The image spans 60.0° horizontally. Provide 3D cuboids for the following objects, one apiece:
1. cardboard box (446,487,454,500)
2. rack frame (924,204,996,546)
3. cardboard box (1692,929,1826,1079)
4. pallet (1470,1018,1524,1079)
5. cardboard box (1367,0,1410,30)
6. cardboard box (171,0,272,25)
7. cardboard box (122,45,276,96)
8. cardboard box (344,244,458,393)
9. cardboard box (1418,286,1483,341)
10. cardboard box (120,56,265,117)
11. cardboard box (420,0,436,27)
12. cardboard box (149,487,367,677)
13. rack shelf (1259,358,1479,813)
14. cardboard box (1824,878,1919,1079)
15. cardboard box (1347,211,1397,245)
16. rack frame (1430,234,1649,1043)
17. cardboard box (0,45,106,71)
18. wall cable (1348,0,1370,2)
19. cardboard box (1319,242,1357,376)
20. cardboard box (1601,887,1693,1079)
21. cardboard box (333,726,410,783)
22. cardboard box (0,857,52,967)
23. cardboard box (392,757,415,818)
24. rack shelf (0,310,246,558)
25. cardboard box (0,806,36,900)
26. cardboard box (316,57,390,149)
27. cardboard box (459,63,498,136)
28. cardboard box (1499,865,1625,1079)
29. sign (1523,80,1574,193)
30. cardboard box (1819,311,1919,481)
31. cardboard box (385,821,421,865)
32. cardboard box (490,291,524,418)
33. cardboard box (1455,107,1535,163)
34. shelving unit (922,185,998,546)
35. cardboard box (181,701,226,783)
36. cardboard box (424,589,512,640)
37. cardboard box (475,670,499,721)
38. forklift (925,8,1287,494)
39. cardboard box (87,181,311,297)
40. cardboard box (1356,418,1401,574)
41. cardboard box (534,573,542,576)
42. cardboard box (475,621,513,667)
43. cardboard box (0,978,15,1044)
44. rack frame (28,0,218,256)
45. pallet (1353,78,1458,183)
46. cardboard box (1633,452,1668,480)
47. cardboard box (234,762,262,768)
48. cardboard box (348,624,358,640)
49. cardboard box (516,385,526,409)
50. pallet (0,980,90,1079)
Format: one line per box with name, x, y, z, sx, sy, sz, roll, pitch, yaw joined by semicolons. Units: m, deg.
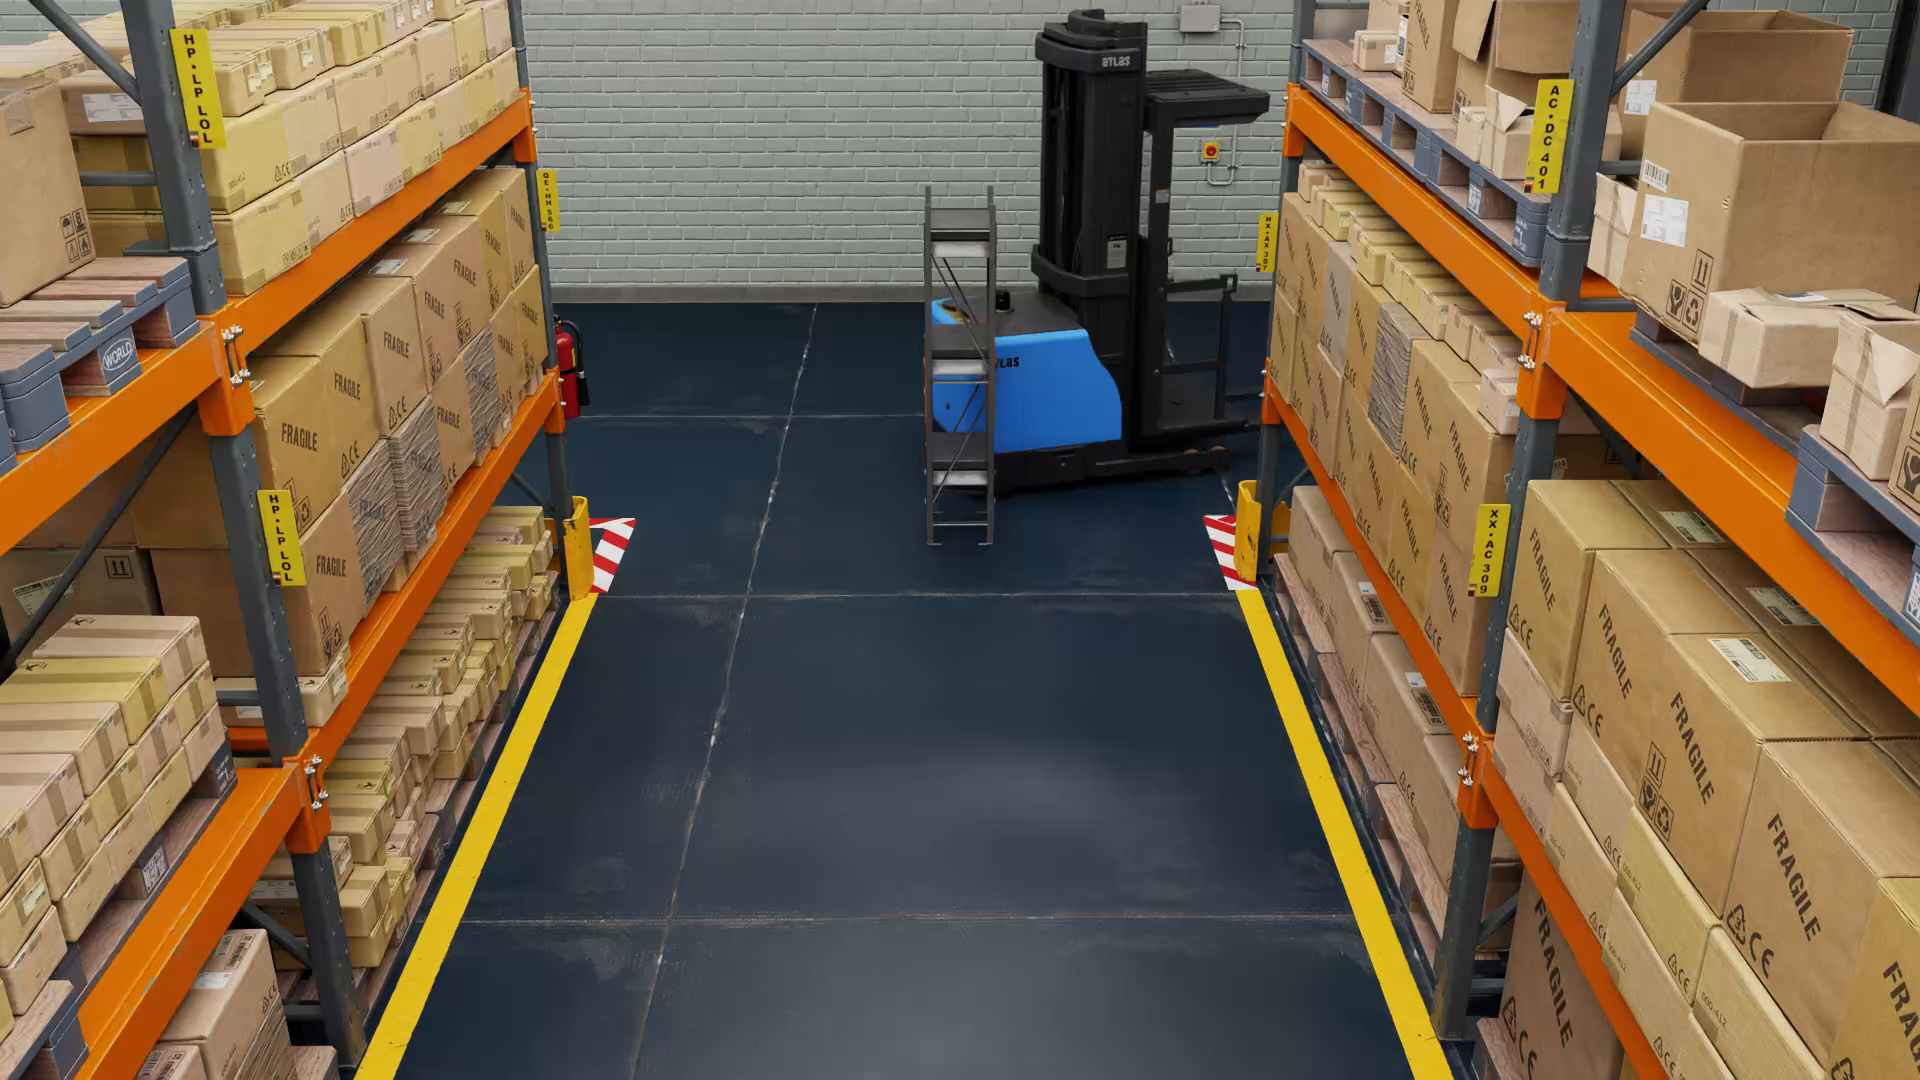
cardboard box;-2.494;-0.233;7.431;0.380;0.149;0.250;0;24;0
rack frame;0.001;-0.924;9.746;0.400;2.100;0.015;0;24;-1
cardboard box;2.010;1.117;3.715;0.500;0.250;0.500;-1;24;-2
pallet;2.351;2.051;5.459;1.003;0.211;1.213;0;24;-1
cardboard box;2.319;-2.536;8.127;0.500;0.250;0.500;-2;24;-5
cardboard box;-2.962;-2.055;6.604;0.380;0.149;0.250;1;24;1
cardboard box;-2.471;-1.517;5.416;0.380;0.149;0.250;-1;24;-1
cardboard box;-2.442;-0.930;6.970;0.500;0.500;0.500;-1;24;-2
cardboard box;1.999;-0.878;6.430;0.380;0.149;0.250;0;24;-1
cardboard box;-2.412;-1.414;5.189;0.380;0.149;0.250;-1;24;-3
cardboard box;-2.466;-2.273;7.086;0.380;0.149;0.250;-1;24;-2
cardboard box;-2.435;0.141;5.817;0.500;0.500;0.500;-1;24;-2
rack shelf;2.246;-0.033;7.557;1.077;0.370;4.000;0;24;-1
cardboard box;2.031;0.982;3.104;0.500;0.500;0.500;0;24;-1
cardboard box;1.989;-1.403;7.590;0.380;0.149;0.250;0;24;0
rack frame;2.267;0.463;5.586;1.000;3.000;0.127;0;24;-1
cardboard box;-3.016;-1.518;5.418;0.380;0.149;0.250;0;24;-1
wall cable;3.557;-3.983;14.183;0.588;1.984;0.122;0;24;-1
cardboard box;1.970;-1.062;7.624;0.500;0.500;0.500;0;24;-1
cardboard box;2.005;1.138;4.275;0.500;0.250;0.500;0;24;-1
cardboard box;-2.499;0.895;6.858;0.380;0.149;0.250;-1;24;-2
cardboard box;-2.467;0.908;4.036;0.380;0.149;0.250;-1;24;-3
cardboard box;-2.497;1.033;6.915;0.380;0.149;0.250;-1;24;-3
rack shelf;-2.659;0.312;3.153;1.077;0.370;4.000;0;24;-1
cardboard box;-2.475;0.770;3.980;0.380;0.149;0.250;-1;24;-2
cardboard box;-2.439;-1.611;6.108;0.500;0.250;0.500;0;24;0
cardboard box;-2.443;-2.023;7.626;0.500;0.250;0.500;0;24;0
cardboard box;2.354;1.495;5.374;0.875;0.875;0.875;0;24;1
sign;1.712;-1.172;4.838;0.100;0.325;0.005;0;24;-1
cardboard box;1.937;-0.279;3.241;0.396;0.266;0.258;2;24;4
cardboard box;-2.422;1.271;6.749;0.380;0.149;0.250;0;24;-1
cardboard box;-2.462;-0.906;8.131;0.500;0.500;0.500;-1;24;-1
cardboard box;1.938;-1.397;5.732;0.380;0.149;0.250;0;24;1
shelving unit;-0.002;-1.025;9.968;0.431;2.100;0.503;0;24;-1
cardboard box;-2.479;0.613;5.050;0.380;0.149;0.250;-1;24;-2
cardboard box;-2.393;0.360;8.043;0.380;0.149;0.250;1;24;1
cardboard box;-2.426;0.736;7.932;0.380;0.149;0.250;0;24;0
forklift;1.333;-1.979;11.069;3.031;2.935;1.130;-8;25;-17
cardboard box;-2.422;-0.963;5.282;0.500;0.250;0.500;1;24;2
cardboard box;1.975;-0.192;6.912;0.500;0.500;0.500;-1;24;-1
cardboard box;-2.511;0.202;9.113;0.380;0.149;0.250;0;24;0
cardboard box;-2.408;0.494;8.106;0.380;0.149;0.250;0;24;0
cardboard box;-2.462;1.150;3.864;0.380;0.149;0.250;1;24;2
rack frame;-2.681;-2.207;4.209;1.000;3.000;0.127;0;24;-1
pallet;2.258;-1.702;6.841;1.003;0.211;1.213;0;24;-1
cardboard box;2.504;-0.235;5.796;0.500;0.500;0.500;0;24;0
cardboard box;-2.998;1.010;6.604;0.380;0.149;0.250;0;24;-1
cardboard box;-2.490;0.307;6.235;0.380;0.149;0.250;-1;24;-3
cardboard box;-2.474;-0.771;8.620;0.380;0.149;0.250;0;24;-1
pallet;-2.700;1.447;3.643;1.003;0.211;1.213;0;24;-1
